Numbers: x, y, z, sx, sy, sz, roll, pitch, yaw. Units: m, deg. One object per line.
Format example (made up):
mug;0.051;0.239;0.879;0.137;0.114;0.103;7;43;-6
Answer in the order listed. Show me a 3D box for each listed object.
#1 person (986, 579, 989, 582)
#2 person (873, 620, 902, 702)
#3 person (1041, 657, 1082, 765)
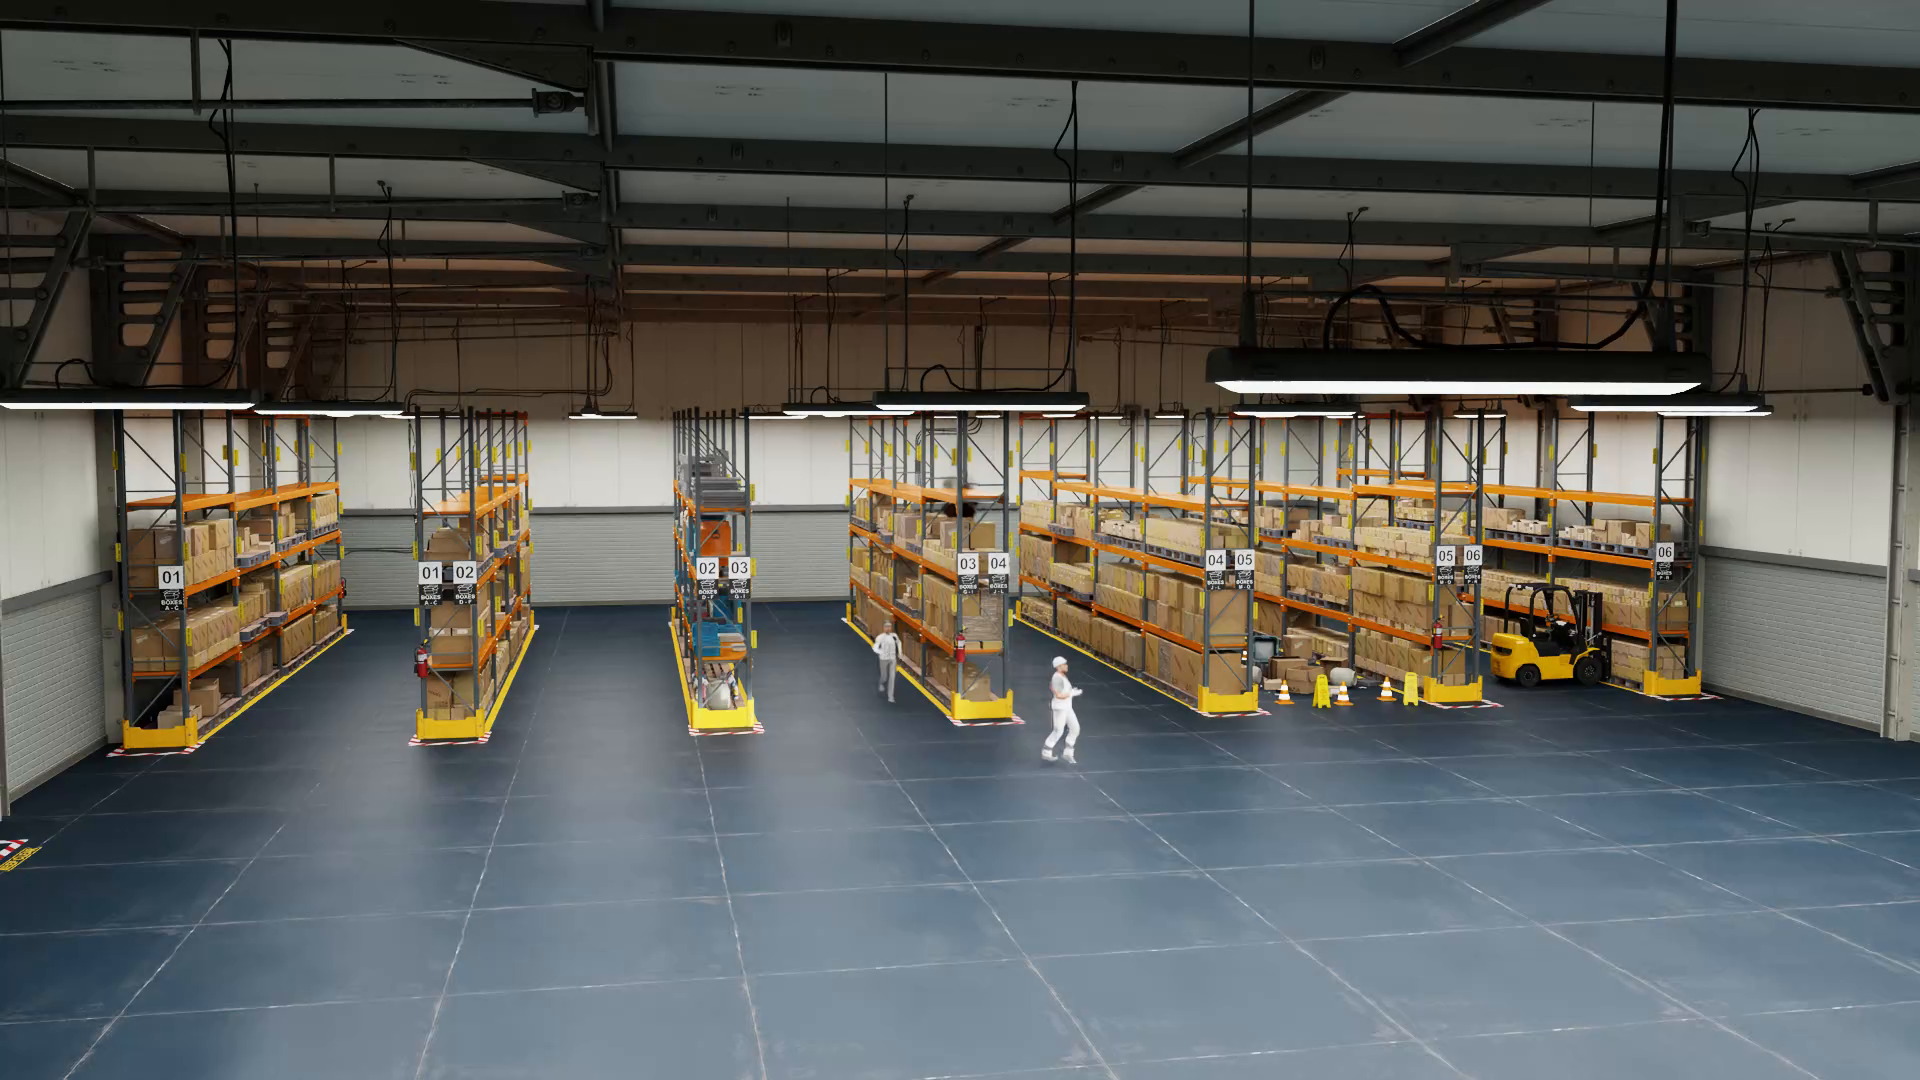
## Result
person;0.970;1.610;46.039;0.625;1.719;0.860;0;4;-5
person;-1.452;2.436;34.083;0.630;1.607;0.884;-1;4;-13
person;1.710;2.859;27.719;0.720;1.838;0.631;1;4;19
